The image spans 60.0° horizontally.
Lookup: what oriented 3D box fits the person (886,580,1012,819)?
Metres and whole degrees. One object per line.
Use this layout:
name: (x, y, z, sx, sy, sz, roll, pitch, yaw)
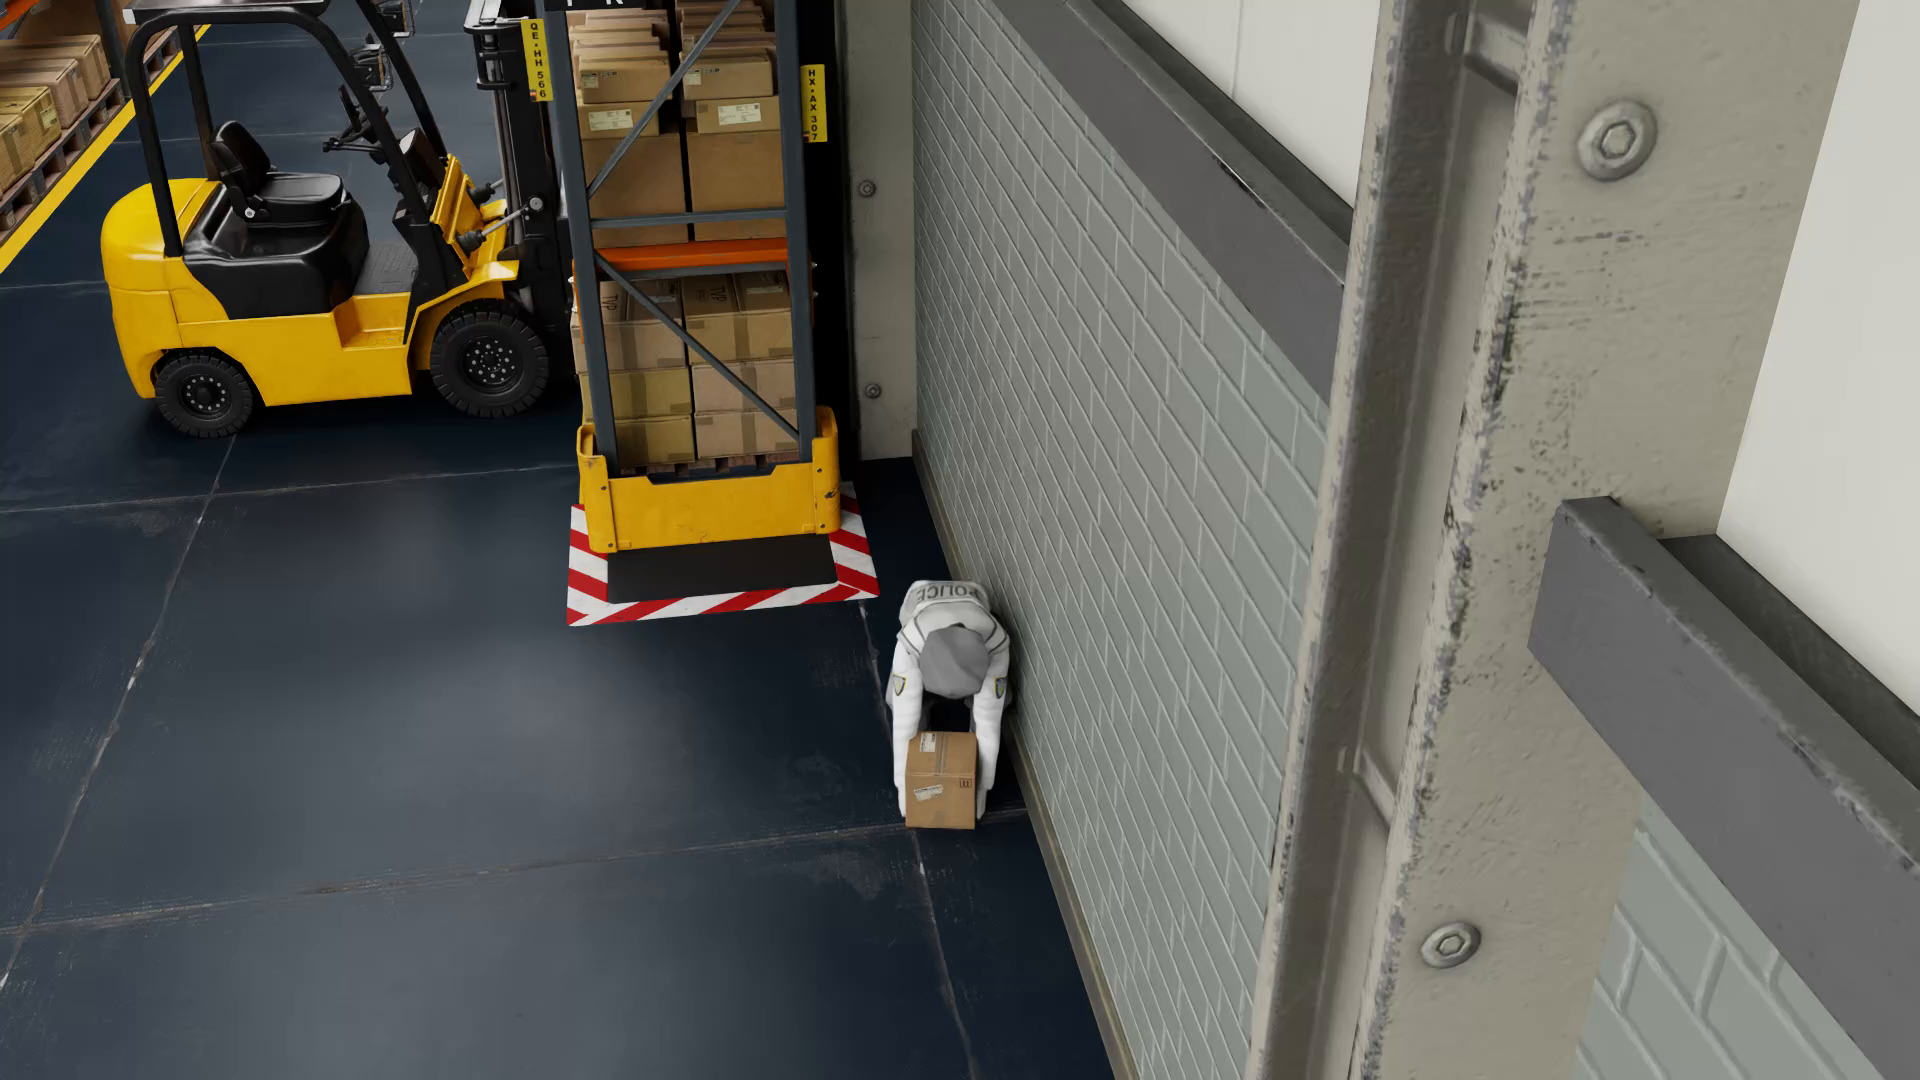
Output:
person: (-0.038, 0.510, 6.236, 0.473, 0.832, 0.893, 1, 31, 2)
